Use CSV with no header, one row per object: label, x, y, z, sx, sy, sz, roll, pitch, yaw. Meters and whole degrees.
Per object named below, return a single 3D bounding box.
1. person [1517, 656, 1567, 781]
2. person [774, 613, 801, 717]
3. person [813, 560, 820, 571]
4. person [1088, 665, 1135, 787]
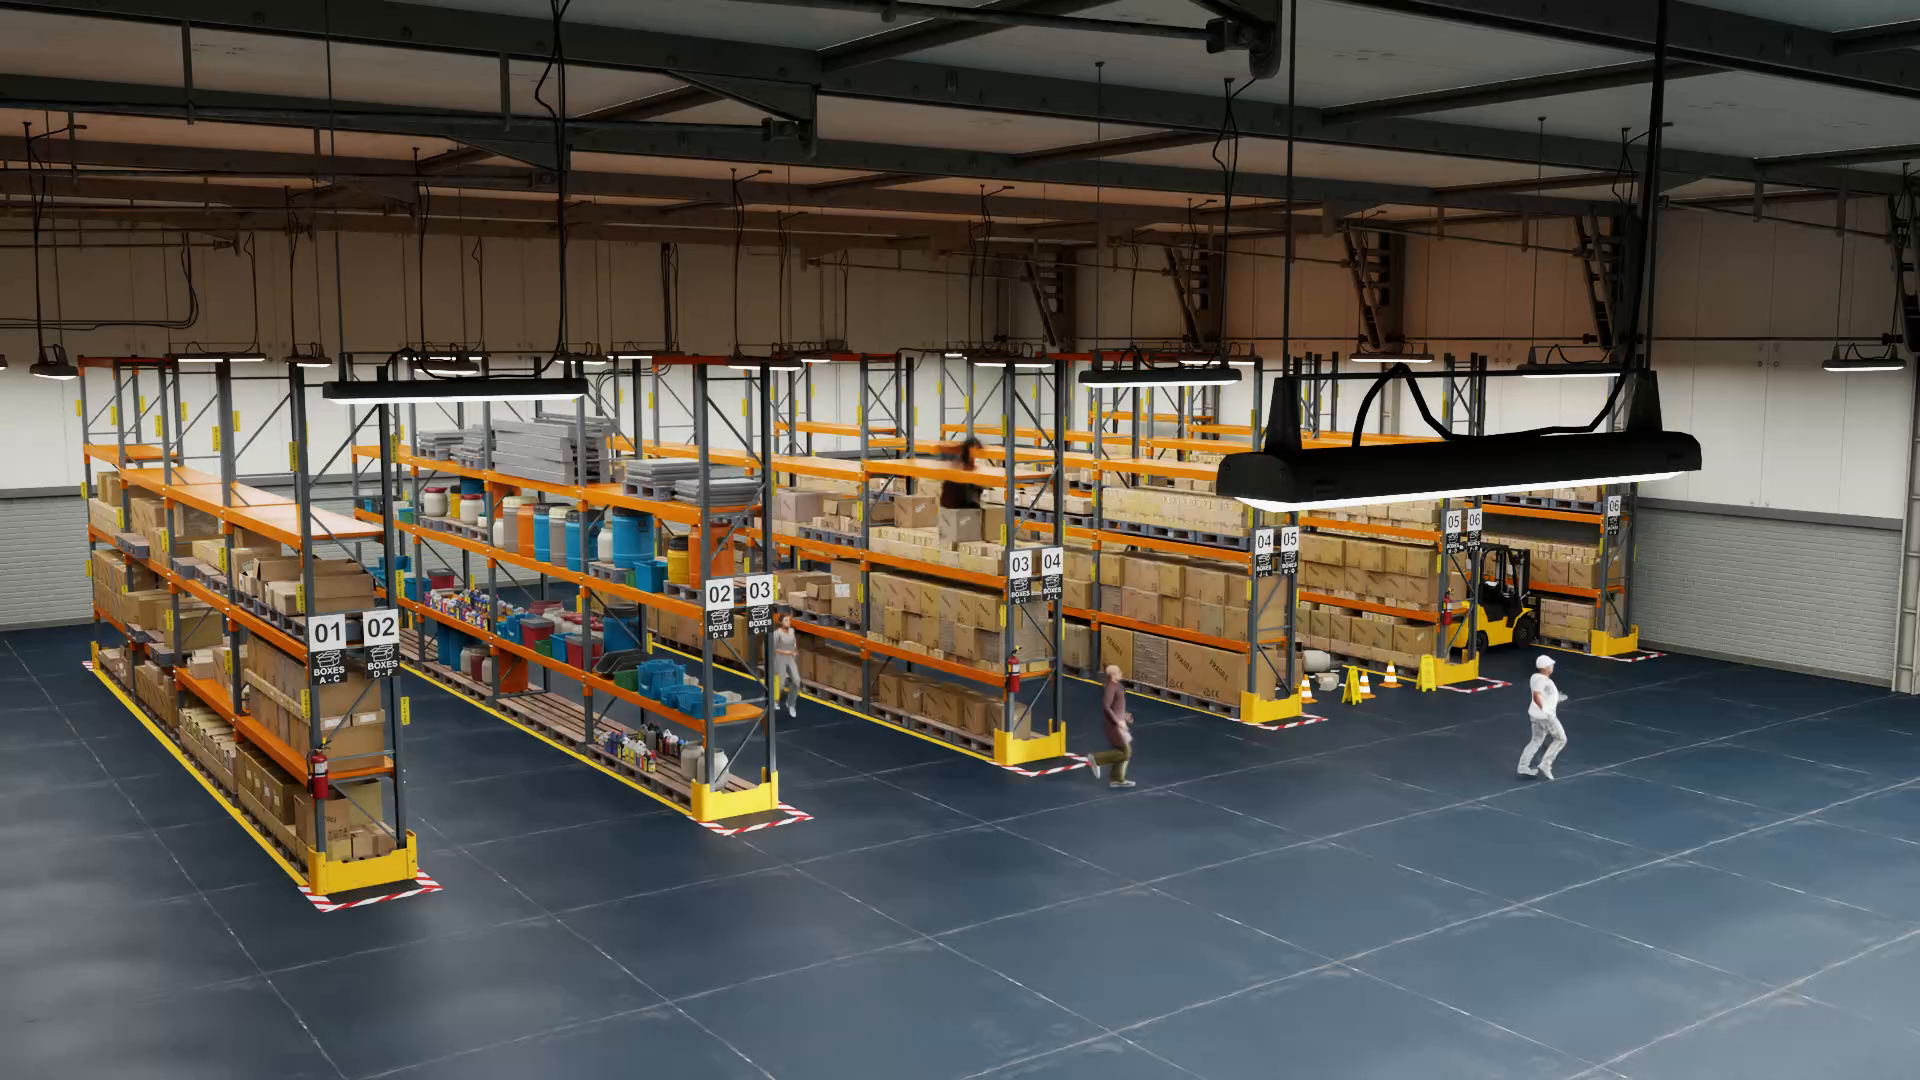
person,8.423,2.560,23.944,0.729,1.807,0.655,0,7,-2
person,-2.854,2.043,27.240,0.580,1.719,0.715,-5,9,-38
person,-3.665,0.425,42.167,0.849,1.630,0.610,6,9,38
person,2.146,2.628,23.493,0.677,1.740,0.721,0,7,3
